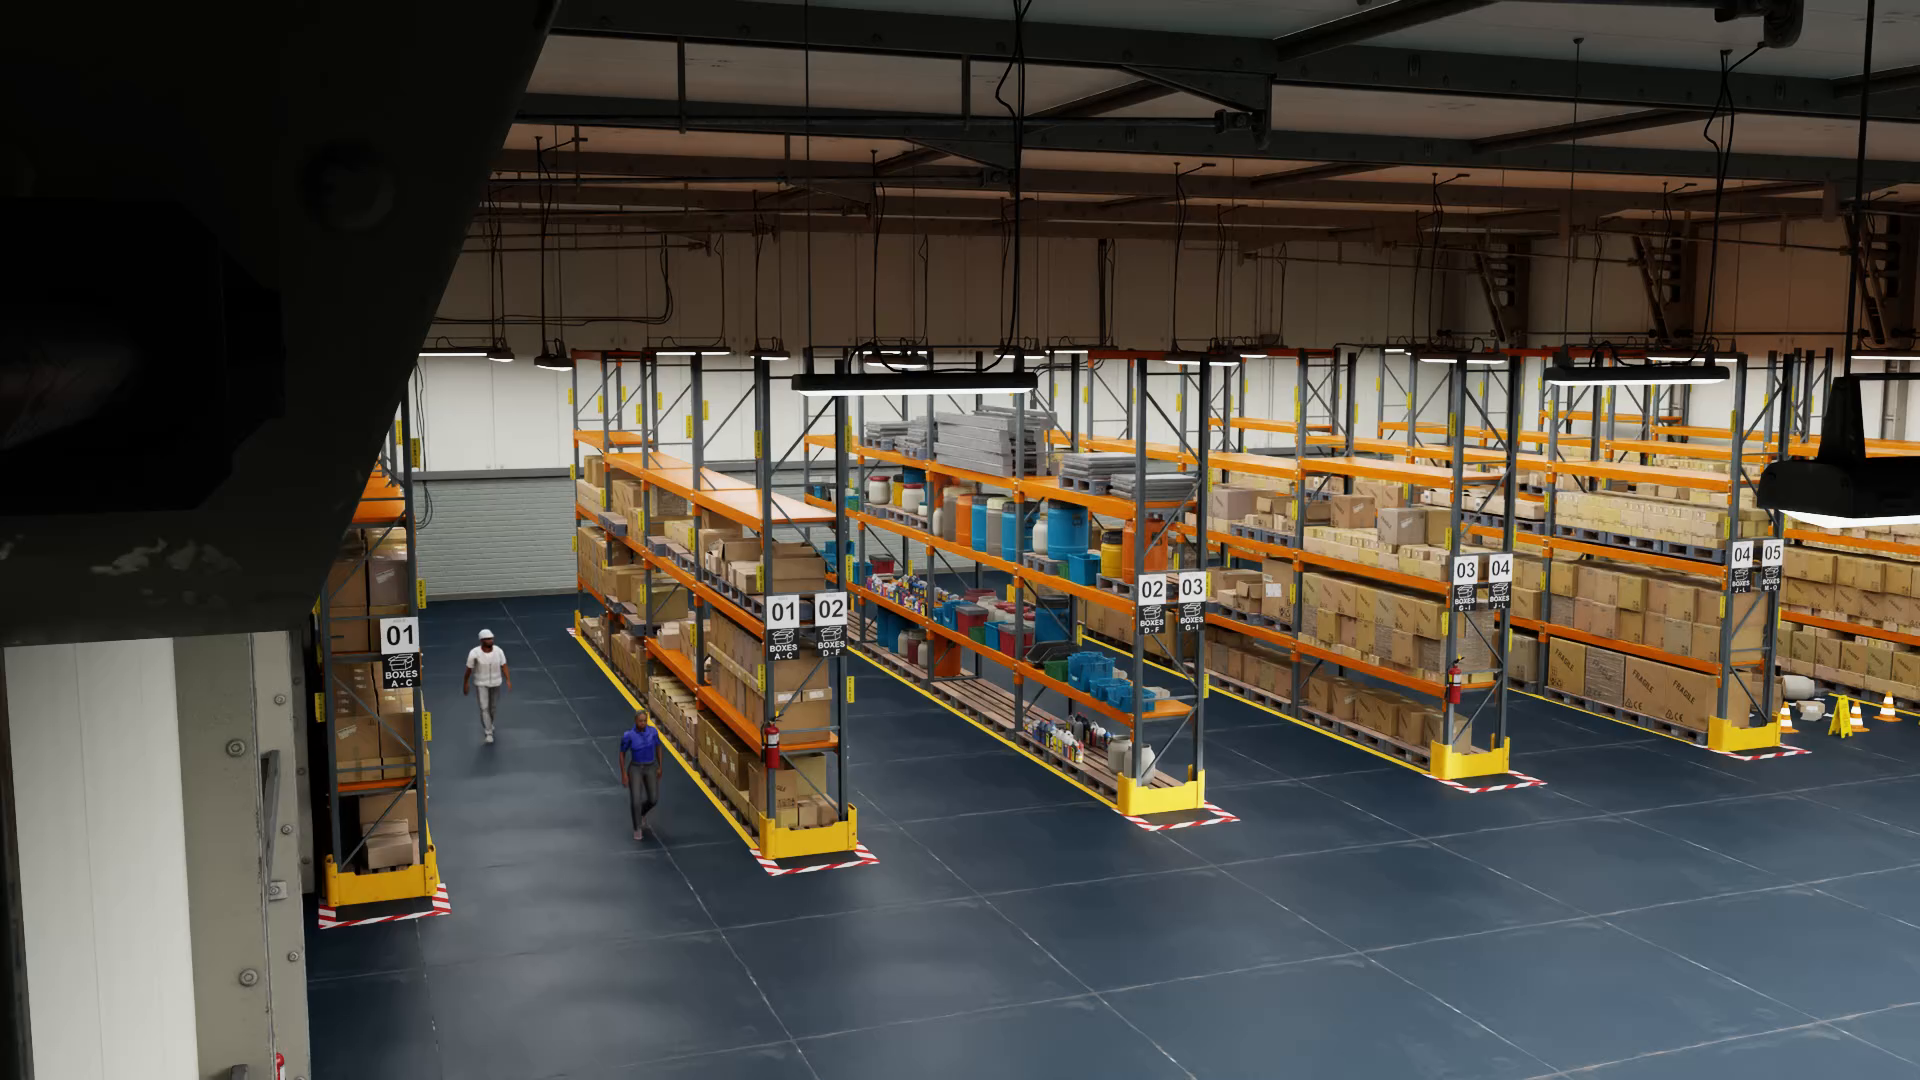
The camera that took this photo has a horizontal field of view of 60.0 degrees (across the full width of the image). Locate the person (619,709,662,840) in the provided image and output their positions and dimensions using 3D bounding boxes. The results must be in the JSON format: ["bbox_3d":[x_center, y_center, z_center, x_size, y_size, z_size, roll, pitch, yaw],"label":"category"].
[{"bbox_3d":[-4.048,2.922,21.062,0.540,1.641,0.555,-3,8,-22],"label":"person"}]

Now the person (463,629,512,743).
[{"bbox_3d":[-7.371,2.240,25.947,0.670,1.705,1.079,-4,8,-30],"label":"person"}]
